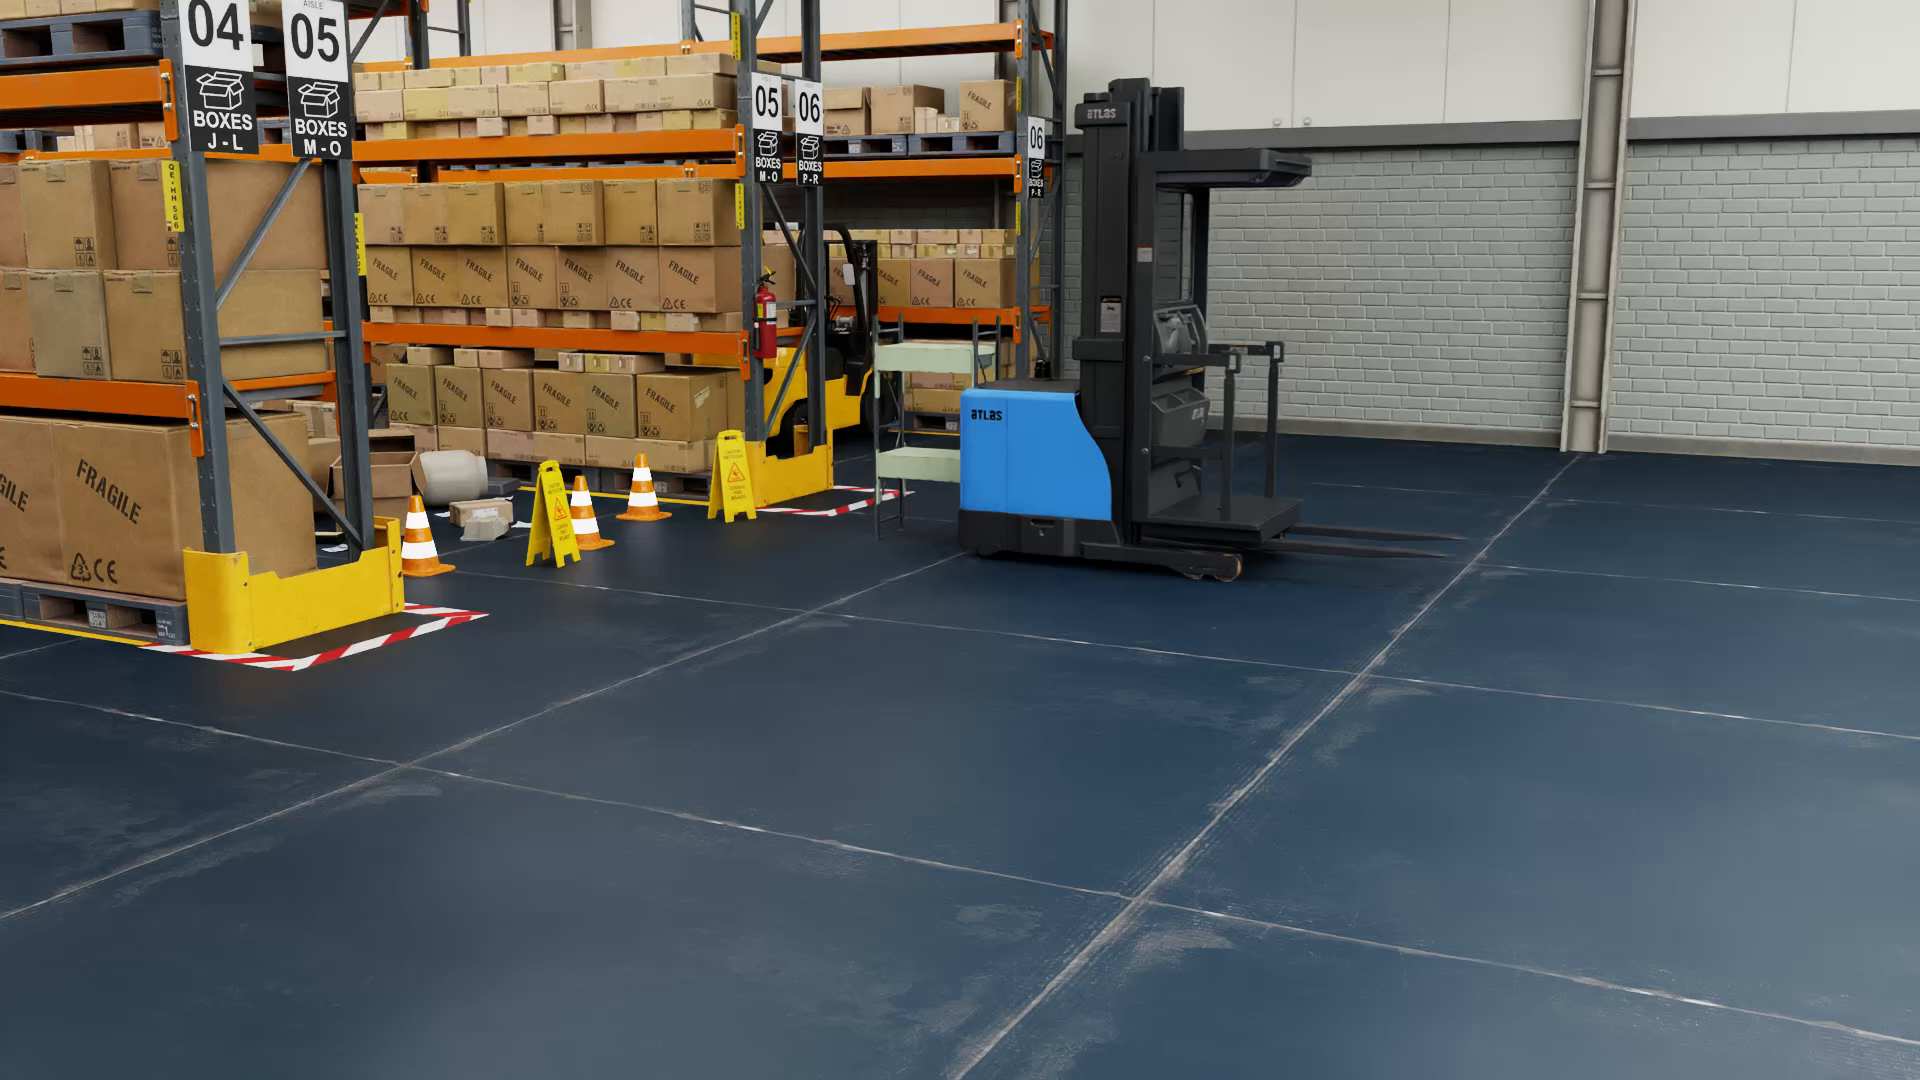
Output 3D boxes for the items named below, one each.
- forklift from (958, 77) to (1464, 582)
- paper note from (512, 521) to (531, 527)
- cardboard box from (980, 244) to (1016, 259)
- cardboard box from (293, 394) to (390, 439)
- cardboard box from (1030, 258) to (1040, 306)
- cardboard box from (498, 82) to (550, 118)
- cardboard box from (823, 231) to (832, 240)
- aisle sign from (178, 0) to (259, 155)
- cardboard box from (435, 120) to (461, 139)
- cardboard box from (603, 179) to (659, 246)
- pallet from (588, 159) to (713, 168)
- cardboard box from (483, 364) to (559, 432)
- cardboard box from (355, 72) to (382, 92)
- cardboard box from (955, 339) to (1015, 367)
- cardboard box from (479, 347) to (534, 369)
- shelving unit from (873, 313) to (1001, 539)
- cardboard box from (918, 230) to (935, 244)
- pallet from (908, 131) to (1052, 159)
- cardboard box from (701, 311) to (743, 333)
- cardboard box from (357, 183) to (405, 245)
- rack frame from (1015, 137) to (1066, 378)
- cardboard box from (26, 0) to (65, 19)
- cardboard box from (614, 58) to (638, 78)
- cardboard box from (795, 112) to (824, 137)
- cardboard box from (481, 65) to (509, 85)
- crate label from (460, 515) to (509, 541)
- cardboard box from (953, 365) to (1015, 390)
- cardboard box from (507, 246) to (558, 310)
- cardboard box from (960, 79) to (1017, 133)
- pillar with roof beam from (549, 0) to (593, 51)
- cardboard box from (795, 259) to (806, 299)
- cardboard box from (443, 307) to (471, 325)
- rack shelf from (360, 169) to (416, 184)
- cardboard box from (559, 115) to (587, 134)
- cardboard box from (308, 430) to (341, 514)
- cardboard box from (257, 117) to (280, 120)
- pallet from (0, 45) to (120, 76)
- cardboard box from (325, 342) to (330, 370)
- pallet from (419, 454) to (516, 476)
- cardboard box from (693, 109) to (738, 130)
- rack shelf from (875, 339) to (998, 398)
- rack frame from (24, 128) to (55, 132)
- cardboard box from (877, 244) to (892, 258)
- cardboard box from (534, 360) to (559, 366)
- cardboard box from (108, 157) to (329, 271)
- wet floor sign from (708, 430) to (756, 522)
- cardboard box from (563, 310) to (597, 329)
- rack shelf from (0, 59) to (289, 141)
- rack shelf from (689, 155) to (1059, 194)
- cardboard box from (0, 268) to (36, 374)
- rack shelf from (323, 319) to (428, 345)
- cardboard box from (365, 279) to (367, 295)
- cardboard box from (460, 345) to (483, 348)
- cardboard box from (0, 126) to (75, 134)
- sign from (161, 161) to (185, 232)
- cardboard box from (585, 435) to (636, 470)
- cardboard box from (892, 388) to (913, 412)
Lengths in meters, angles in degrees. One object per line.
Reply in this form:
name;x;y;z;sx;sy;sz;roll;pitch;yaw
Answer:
forklift;1.545;-1.302;10.193;3.031;2.935;1.130;5;11;25
paper note;-3.084;-0.113;11.769;0.142;0.019;0.148;1;10;6
cardboard box;0.402;-2.961;17.068;0.250;0.149;0.380;5;11;27
cardboard box;-5.414;-1.087;15.014;0.625;0.372;0.950;5;11;27
cardboard box;0.516;-2.743;17.683;0.500;0.500;0.500;5;12;28
cardboard box;-3.306;-3.483;13.214;0.500;0.250;0.500;5;11;26
cardboard box;-1.405;-3.279;17.988;0.250;0.149;0.380;5;11;26
aisle sign;-3.524;-2.245;7.910;0.004;0.787;0.394;5;11;26
cardboard box;-4.084;-3.364;13.676;0.250;0.149;0.380;5;12;28
cardboard box;-2.361;-2.551;12.982;0.500;0.500;0.700;5;11;26
pallet;-3.547;-4.375;19.095;1.217;0.209;0.805;5;11;24
cardboard box;-3.584;-1.184;13.786;0.500;0.500;0.500;6;12;29
cardboard box;-4.805;-3.800;13.850;0.250;0.149;0.380;5;11;25
cardboard box;0.286;-1.943;17.275;0.500;0.250;0.500;5;12;28
cardboard box;-3.743;-1.504;13.734;0.250;0.149;0.380;6;12;29
shelving unit;-0.153;-0.751;11.167;0.755;1.500;0.431;5;11;25
cardboard box;-0.249;-3.182;17.452;0.250;0.149;0.380;5;11;26
pallet;0.215;-4.103;17.302;1.213;0.211;1.003;5;11;26
cardboard box;-1.786;-1.689;12.846;0.250;0.149;0.380;5;12;28
cardboard box;-4.644;-2.751;14.083;0.500;0.500;0.700;5;11;25
rack frame;0.837;-2.610;17.231;0.127;3.000;1.000;5;11;26
cardboard box;-4.360;-2.639;8.213;0.250;0.149;0.380;5;11;27
cardboard box;-2.446;-3.614;12.817;0.250;0.149;0.380;5;11;26
cardboard box;-1.553;-4.426;17.757;0.258;0.266;0.396;5;11;24
cardboard box;-3.613;-3.707;13.331;0.250;0.149;0.380;5;11;25
crate label;-3.231;-0.085;11.313;0.298;0.136;0.250;-1;10;-4
cardboard box;0.262;-1.698;17.330;0.500;0.250;0.500;5;11;25
cardboard box;-3.305;-2.135;13.487;0.500;0.500;0.500;5;11;26
cardboard box;0.332;-4.387;16.886;0.500;0.500;0.500;5;12;28
pillar with roof beam;-6.674;-5.547;16.609;0.400;9.000;9.100;5;11;26
cardboard box;-1.538;-2.820;18.108;0.500;0.500;0.500;5;11;25
cardboard box;-4.095;-1.880;13.902;0.250;0.149;0.380;5;12;28
rack shelf;-8.131;-4.520;21.382;4.000;0.370;1.077;5;11;26
cardboard box;-2.935;-3.259;13.095;0.250;0.149;0.380;5;11;24
cardboard box;-4.893;-0.462;11.990;0.503;0.637;0.797;5;11;26
cardboard box;-5.982;-3.805;14.651;0.500;0.250;0.500;5;11;27
pallet;-5.223;-2.604;9.022;1.213;0.211;1.003;5;11;26
cardboard box;-8.200;-2.336;21.556;0.500;0.500;0.500;5;11;24
pallet;-4.325;-0.713;14.578;1.213;0.211;1.003;5;11;26
cardboard box;-1.799;-3.153;12.513;0.250;0.149;0.380;5;11;26
rack shelf;-0.153;-1.135;11.097;0.720;0.370;0.431;5;11;25
rack frame;-8.530;-5.400;15.798;0.127;3.000;1.000;5;11;26
cardboard box;-0.759;-3.059;17.605;0.250;0.149;0.380;5;11;26
cardboard box;-3.379;-1.272;14.270;0.500;0.500;0.500;6;12;29
cardboard box;-3.771;-1.659;8.523;0.550;0.550;0.875;5;11;26
wet floor sign;-1.659;-0.473;12.032;0.267;0.644;0.232;-10;14;-43
cardboard box;-2.964;-1.779;13.341;0.250;0.149;0.380;5;11;25
rack shelf;-5.249;-2.298;9.105;4.000;0.370;1.077;5;11;26
rack shelf;-0.956;-3.890;17.899;4.000;0.370;1.077;5;11;26
cardboard box;-4.758;-1.219;9.120;0.550;0.550;0.875;5;11;26
rack shelf;-6.736;-1.936;15.526;4.000;0.370;1.077;5;11;26
cardboard box;-5.299;-2.310;15.095;0.250;0.149;0.380;5;11;27
cardboard box;-5.784;-2.228;20.605;0.625;0.625;0.875;5;12;28
cardboard box;-8.935;-4.187;16.050;0.637;0.503;0.797;4;11;22
sign;-3.708;-1.620;7.840;0.005;0.325;0.100;5;11;26
cardboard box;-2.661;-0.734;13.404;0.500;0.250;0.500;5;11;26
cardboard box;-0.610;-1.532;17.815;0.500;0.250;0.500;5;11;26
